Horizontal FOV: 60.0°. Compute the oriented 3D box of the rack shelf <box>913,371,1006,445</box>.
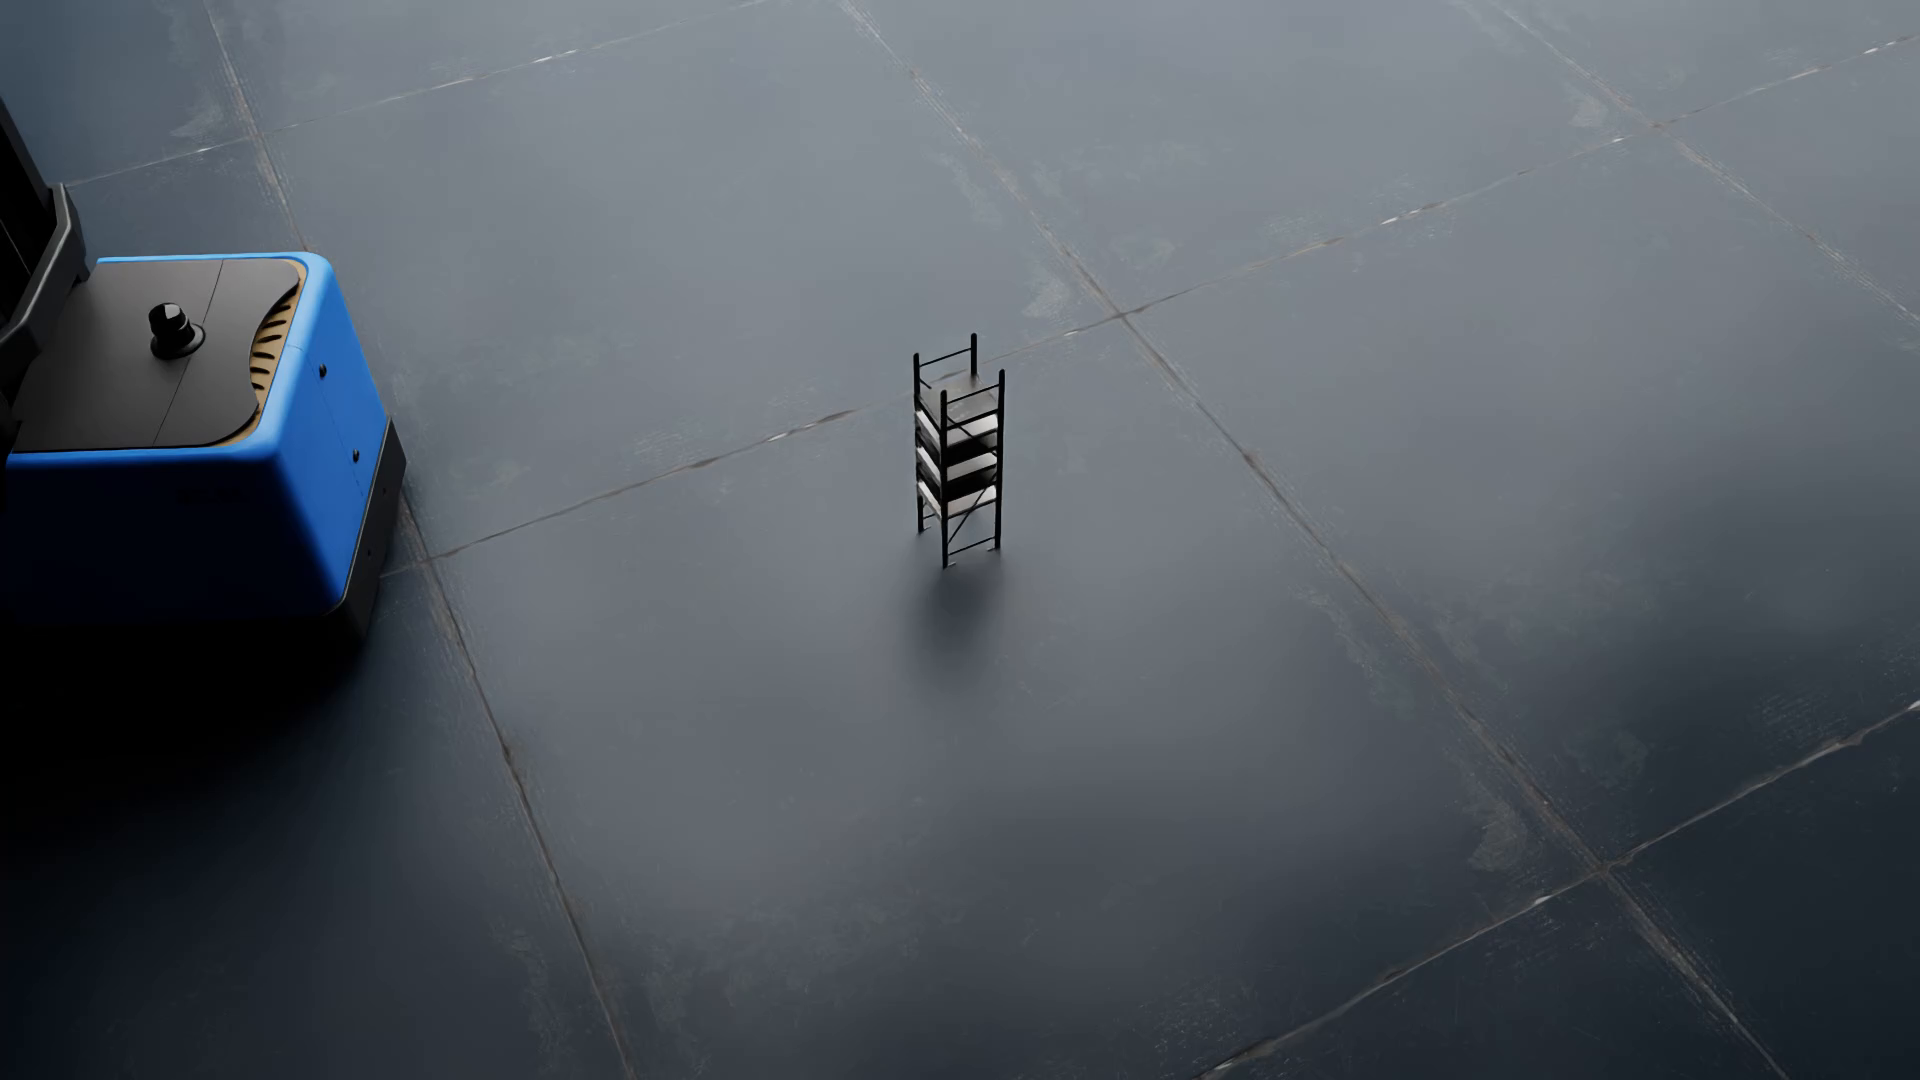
[{"bbox_3d":[-0.004,-0.458,5.738,0.258,0.077,0.200,-21,52,-18],"label":"rack shelf"}]

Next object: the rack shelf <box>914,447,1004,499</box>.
[{"bbox_3d":[-0.004,-0.280,5.941,0.258,0.077,0.200,-21,52,-18],"label":"rack shelf"}]

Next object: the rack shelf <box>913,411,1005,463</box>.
[{"bbox_3d":[-0.004,-0.398,5.806,0.258,0.077,0.200,-21,52,-18],"label":"rack shelf"}]

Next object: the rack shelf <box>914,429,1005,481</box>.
[{"bbox_3d":[-0.004,-0.339,5.873,0.258,0.077,0.200,-21,52,-18],"label":"rack shelf"}]

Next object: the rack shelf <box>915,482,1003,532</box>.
[{"bbox_3d":[-0.004,-0.161,6.077,0.258,0.077,0.200,-21,52,-18],"label":"rack shelf"}]

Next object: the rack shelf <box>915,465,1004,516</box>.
[{"bbox_3d":[-0.004,-0.221,6.009,0.258,0.077,0.200,-21,52,-18],"label":"rack shelf"}]

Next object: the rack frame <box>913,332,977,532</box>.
[{"bbox_3d":[-0.050,-0.370,5.976,0.240,0.900,0.006,-21,52,-18],"label":"rack frame"}]

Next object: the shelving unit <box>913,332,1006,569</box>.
[{"bbox_3d":[-0.004,-0.302,5.916,0.258,0.900,0.210,-21,52,-18],"label":"shelving unit"}]

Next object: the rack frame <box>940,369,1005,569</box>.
[{"bbox_3d":[0.043,-0.234,5.857,0.240,0.900,0.006,-21,52,-18],"label":"rack frame"}]

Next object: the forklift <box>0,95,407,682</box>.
[{"bbox_3d":[-3.626,-0.836,5.034,3.031,2.935,1.130,-2,49,-2],"label":"forklift"}]
